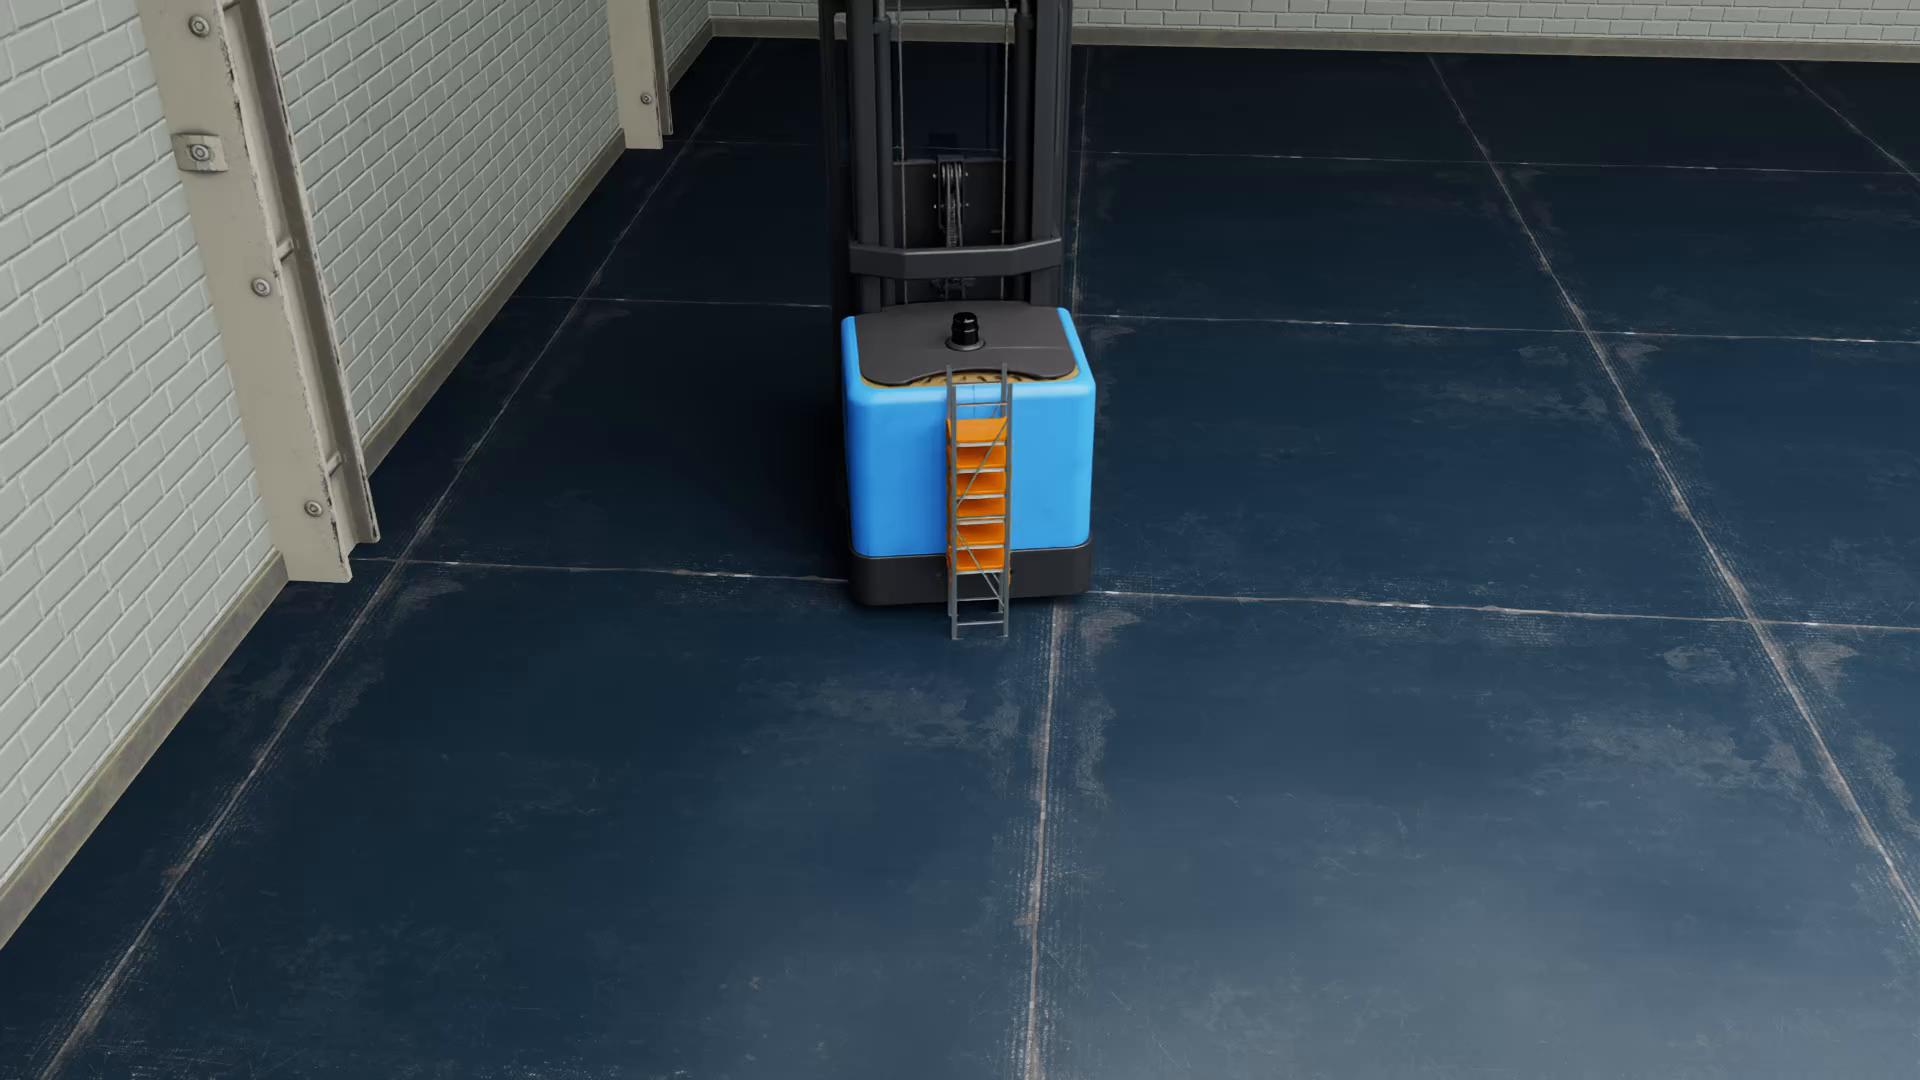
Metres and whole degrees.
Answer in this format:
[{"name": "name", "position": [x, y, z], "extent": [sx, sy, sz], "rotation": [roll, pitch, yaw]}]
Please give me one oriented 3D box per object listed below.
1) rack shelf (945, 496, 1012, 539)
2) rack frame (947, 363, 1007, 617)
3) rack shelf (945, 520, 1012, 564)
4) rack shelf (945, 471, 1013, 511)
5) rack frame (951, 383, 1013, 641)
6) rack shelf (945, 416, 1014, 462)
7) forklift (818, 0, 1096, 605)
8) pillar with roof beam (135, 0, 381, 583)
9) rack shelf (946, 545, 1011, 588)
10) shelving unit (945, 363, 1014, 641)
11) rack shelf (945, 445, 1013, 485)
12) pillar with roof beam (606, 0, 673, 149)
[{"name": "rack shelf", "position": [0.076, -0.100, 6.853], "extent": [0.258, 0.103, 0.180], "rotation": [-3, 32, -5]}, {"name": "rack frame", "position": [0.067, -0.185, 6.907], "extent": [0.240, 1.200, 0.006], "rotation": [-3, 32, -5]}, {"name": "rack shelf", "position": [0.076, 0.002, 6.916], "extent": [0.258, 0.103, 0.180], "rotation": [-3, 32, -5]}, {"name": "rack shelf", "position": [0.076, -0.202, 6.790], "extent": [0.258, 0.103, 0.180], "rotation": [-3, 32, -5]}, {"name": "rack frame", "position": [0.085, -0.090, 6.752], "extent": [0.240, 1.200, 0.006], "rotation": [-3, 32, -5]}, {"name": "rack shelf", "position": [0.076, -0.406, 6.664], "extent": [0.258, 0.103, 0.180], "rotation": [-3, 32, -5]}, {"name": "forklift", "position": [-0.087, -1.716, 7.741], "extent": [1.130, 2.935, 3.031], "rotation": [-3, 32, -5]}, {"name": "pillar with roof beam", "position": [1.414, -3.566, 4.959], "extent": [9.100, 9.000, 0.400], "rotation": [2, 32, 4]}, {"name": "rack shelf", "position": [0.076, 0.104, 6.979], "extent": [0.258, 0.103, 0.180], "rotation": [-3, 32, -5]}, {"name": "shelving unit", "position": [0.076, -0.138, 6.830], "extent": [0.258, 1.200, 0.189], "rotation": [-3, 32, -5]}, {"name": "rack shelf", "position": [0.076, -0.304, 6.727], "extent": [0.258, 0.103, 0.180], "rotation": [-3, 32, -5]}, {"name": "pillar with roof beam", "position": [1.903, -6.703, 10.050], "extent": [9.100, 9.000, 0.400], "rotation": [2, 32, 4]}]
